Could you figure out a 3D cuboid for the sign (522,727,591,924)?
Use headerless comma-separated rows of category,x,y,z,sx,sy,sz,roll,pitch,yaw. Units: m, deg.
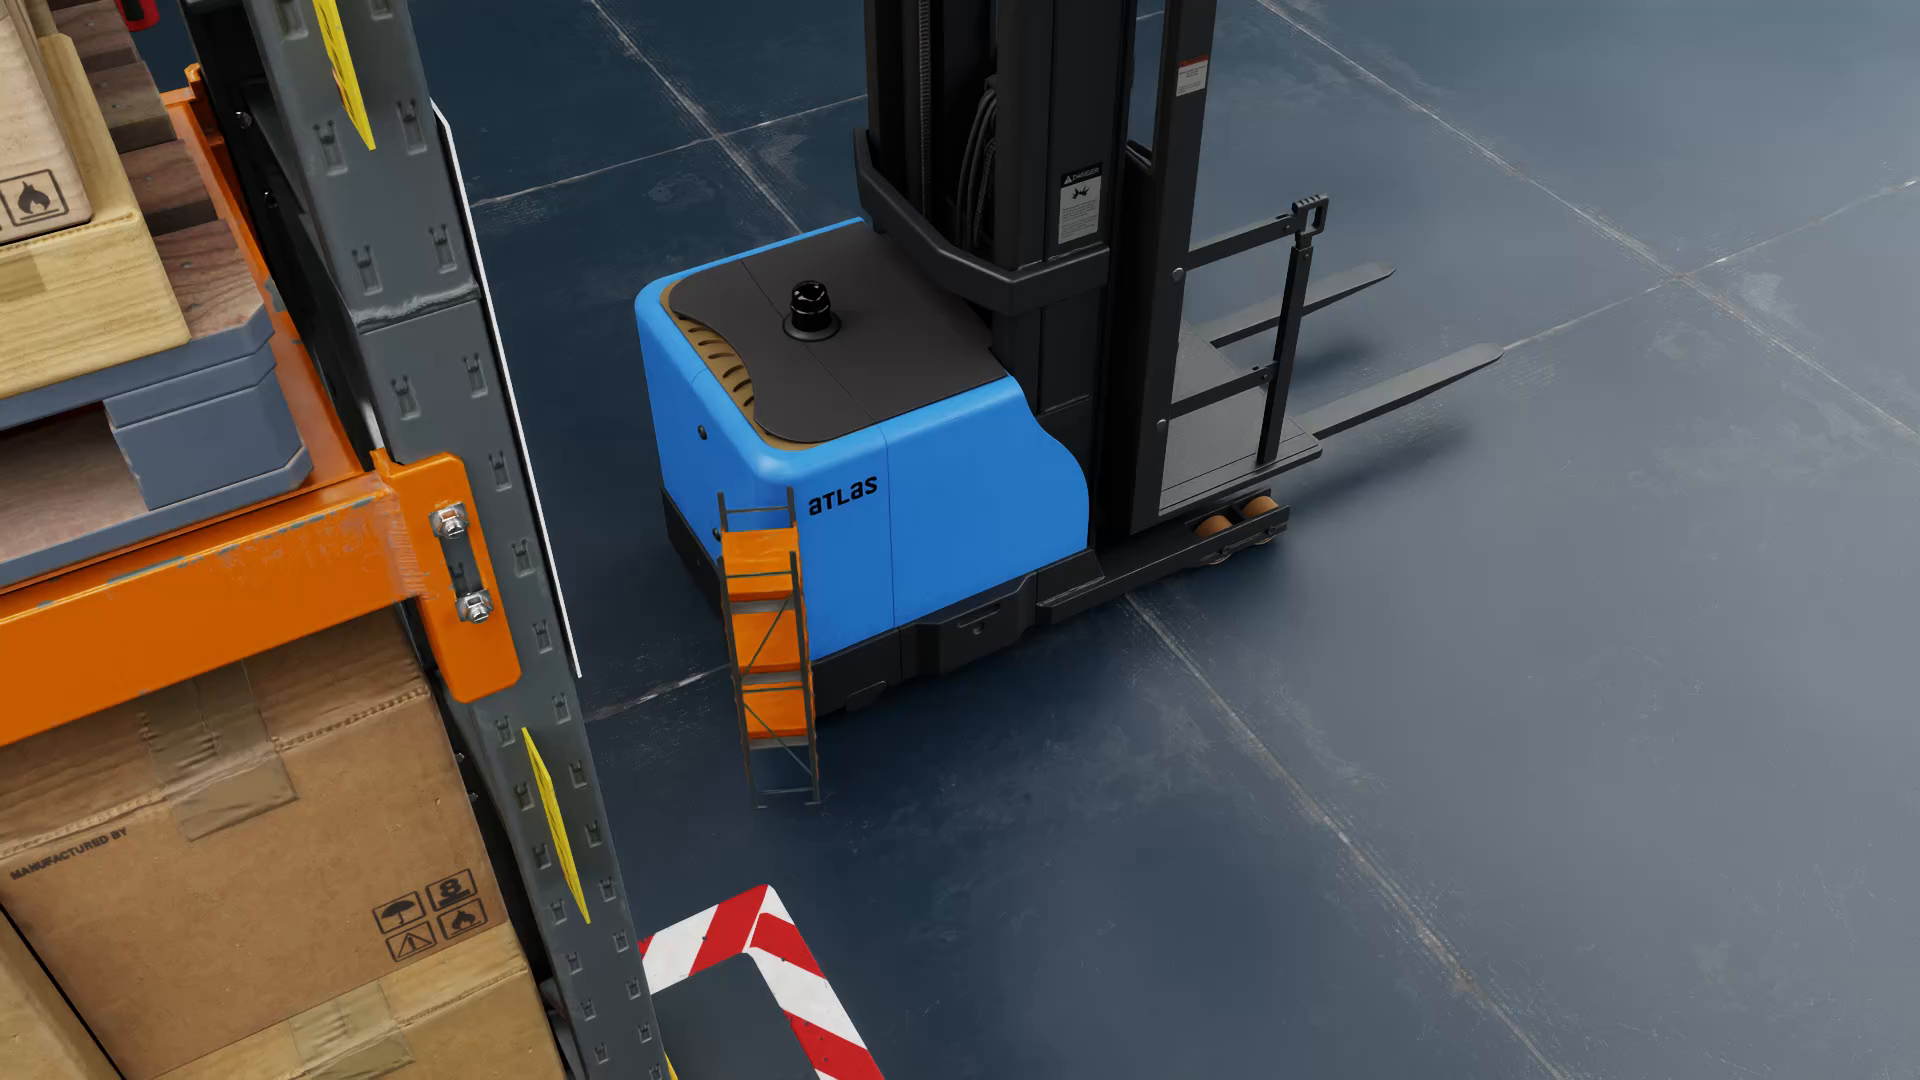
sign,-0.534,0.381,2.202,0.005,0.325,0.100,-22,48,-21

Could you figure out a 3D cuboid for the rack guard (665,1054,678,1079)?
rack guard,-0.771,1.438,3.909,0.348,0.500,1.175,-22,48,-21

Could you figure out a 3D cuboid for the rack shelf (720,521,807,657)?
rack shelf,-0.528,0.133,4.467,0.215,0.259,0.240,-4,44,-4

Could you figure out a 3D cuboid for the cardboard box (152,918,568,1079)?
cardboard box,-1.091,0.652,2.817,0.550,0.550,0.875,-22,48,-21

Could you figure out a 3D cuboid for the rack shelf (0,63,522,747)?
rack shelf,-2.526,0.425,1.521,4.000,0.370,1.077,-22,48,-21

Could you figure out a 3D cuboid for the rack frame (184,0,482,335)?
rack frame,-0.792,-1.603,0.941,0.127,3.000,1.000,-22,48,-21

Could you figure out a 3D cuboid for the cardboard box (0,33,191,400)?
cardboard box,-0.912,-0.303,1.562,0.250,0.149,0.380,-22,48,-21

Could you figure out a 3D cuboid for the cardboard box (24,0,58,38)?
cardboard box,-1.249,-0.698,1.969,0.250,0.149,0.380,-21,48,-21

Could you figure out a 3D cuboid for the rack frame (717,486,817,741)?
rack frame,-0.540,0.244,4.745,0.200,1.050,0.008,-4,44,-4

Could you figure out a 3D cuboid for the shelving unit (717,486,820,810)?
shelving unit,-0.528,0.329,4.657,0.215,1.050,0.252,-4,44,-4

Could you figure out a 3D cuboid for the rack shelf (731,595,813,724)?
rack shelf,-0.528,0.336,4.665,0.215,0.259,0.240,-4,44,-4

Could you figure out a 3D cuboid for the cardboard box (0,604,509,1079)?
cardboard box,-1.133,0.213,2.493,0.550,0.550,0.875,-22,48,-21

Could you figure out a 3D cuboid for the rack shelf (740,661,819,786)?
rack shelf,-0.528,0.536,4.858,0.215,0.259,0.240,-4,44,-4

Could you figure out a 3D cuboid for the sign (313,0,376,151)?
sign,-0.534,-0.484,1.362,0.005,0.325,0.100,-22,48,-21

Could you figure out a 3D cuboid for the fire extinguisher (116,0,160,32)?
fire extinguisher,-3.017,-2.138,5.855,0.183,0.674,0.296,-22,48,-21

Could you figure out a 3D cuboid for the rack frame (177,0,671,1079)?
rack frame,-0.792,0.549,3.030,0.127,3.000,1.000,-22,48,-21

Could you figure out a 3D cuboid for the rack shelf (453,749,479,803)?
rack shelf,-2.526,1.502,2.566,4.000,0.370,1.077,-22,48,-21

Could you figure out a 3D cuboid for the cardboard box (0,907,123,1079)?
cardboard box,-1.564,0.460,2.239,0.550,0.550,0.875,-22,48,-21

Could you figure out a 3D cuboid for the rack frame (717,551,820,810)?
rack frame,-0.515,0.413,4.570,0.200,1.050,0.008,-4,44,-4

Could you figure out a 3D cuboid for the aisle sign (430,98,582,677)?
aisle sign,-0.581,-0.227,1.963,0.004,0.787,0.394,-22,48,-21

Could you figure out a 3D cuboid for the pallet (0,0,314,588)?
pallet,-1.430,-0.231,1.745,1.213,0.211,1.003,-22,48,-21

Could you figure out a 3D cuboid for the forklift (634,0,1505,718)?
forklift,0.540,-1.268,4.952,3.031,2.935,1.130,-22,48,-21

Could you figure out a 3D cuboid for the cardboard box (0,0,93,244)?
cardboard box,-1.077,-0.428,1.404,0.500,0.250,0.500,-21,48,-20
